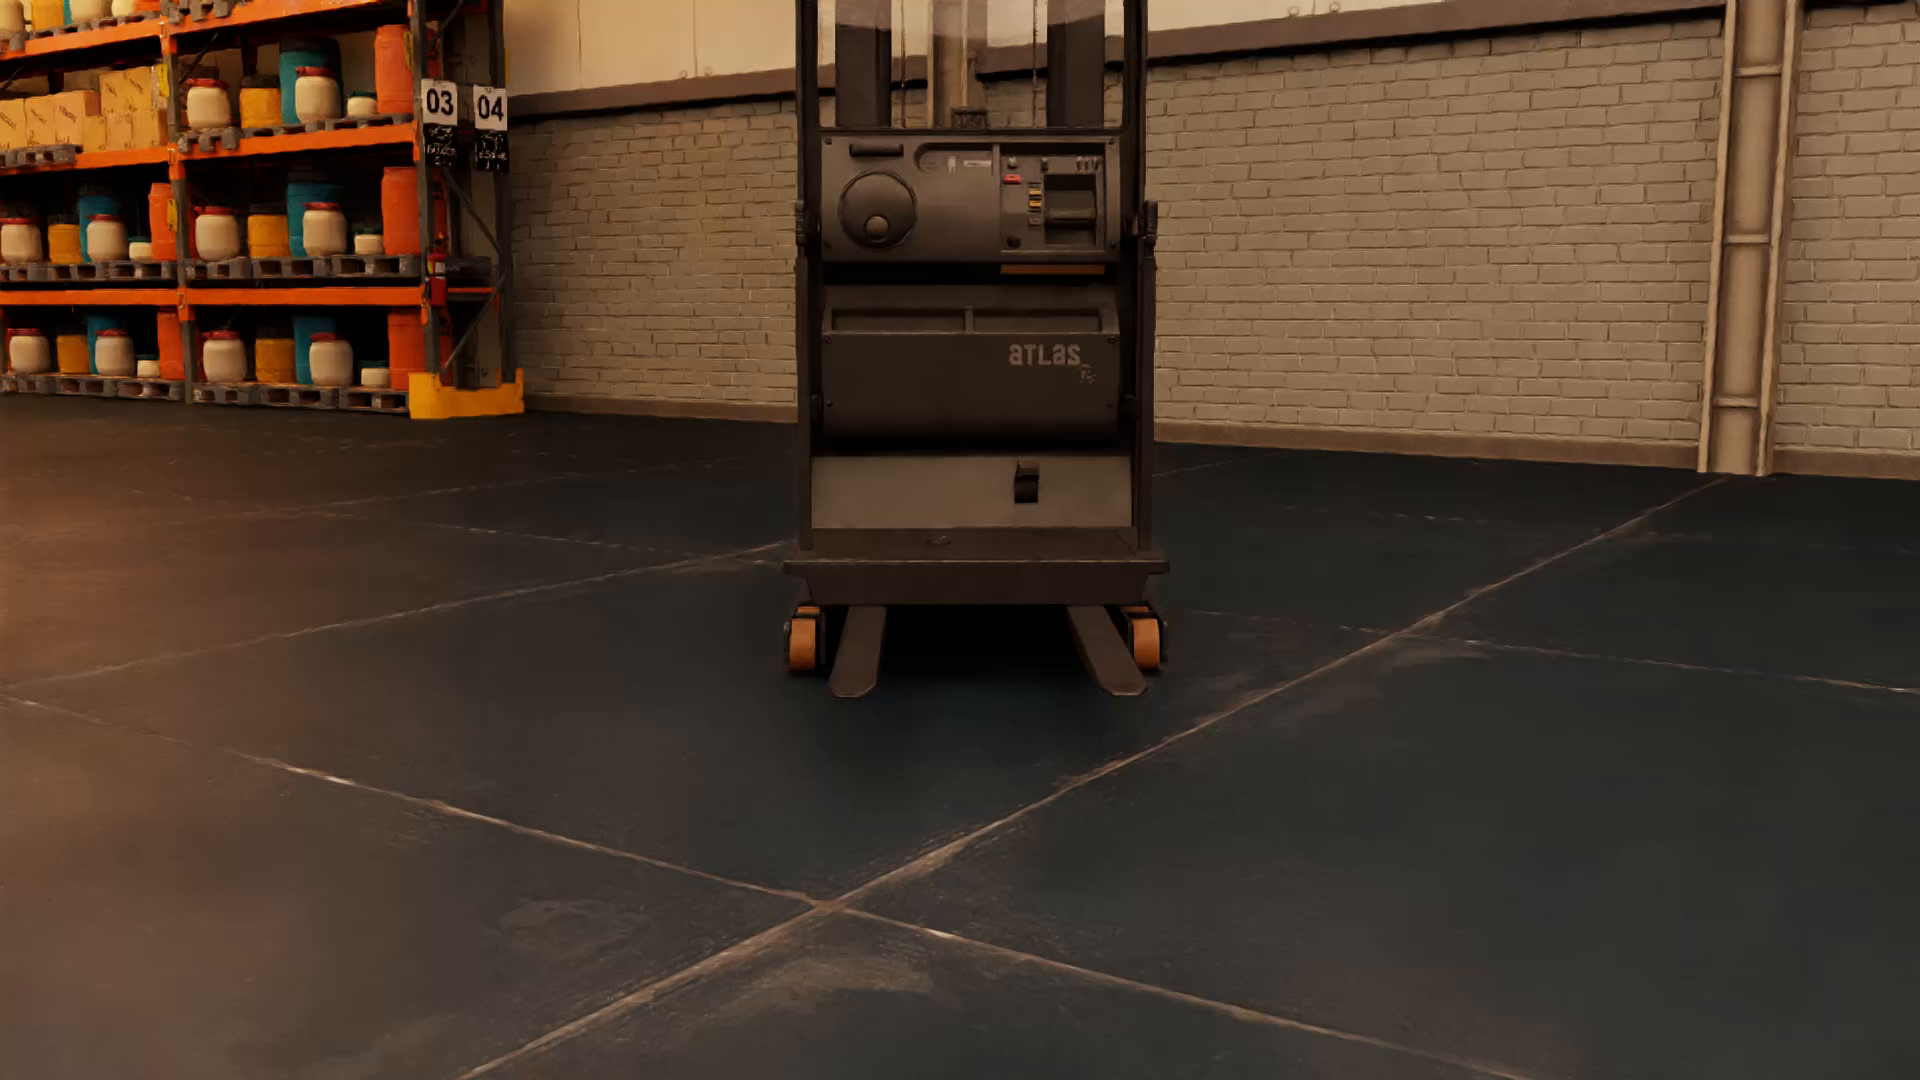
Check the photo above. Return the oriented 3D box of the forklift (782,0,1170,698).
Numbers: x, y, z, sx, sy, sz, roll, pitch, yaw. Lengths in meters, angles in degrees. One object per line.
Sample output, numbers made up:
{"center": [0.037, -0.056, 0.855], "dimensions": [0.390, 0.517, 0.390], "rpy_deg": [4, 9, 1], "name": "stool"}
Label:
{"center": [0.039, -1.105, 4.965], "dimensions": [1.130, 2.935, 3.031], "rpy_deg": [0, 8, -1], "name": "forklift"}
